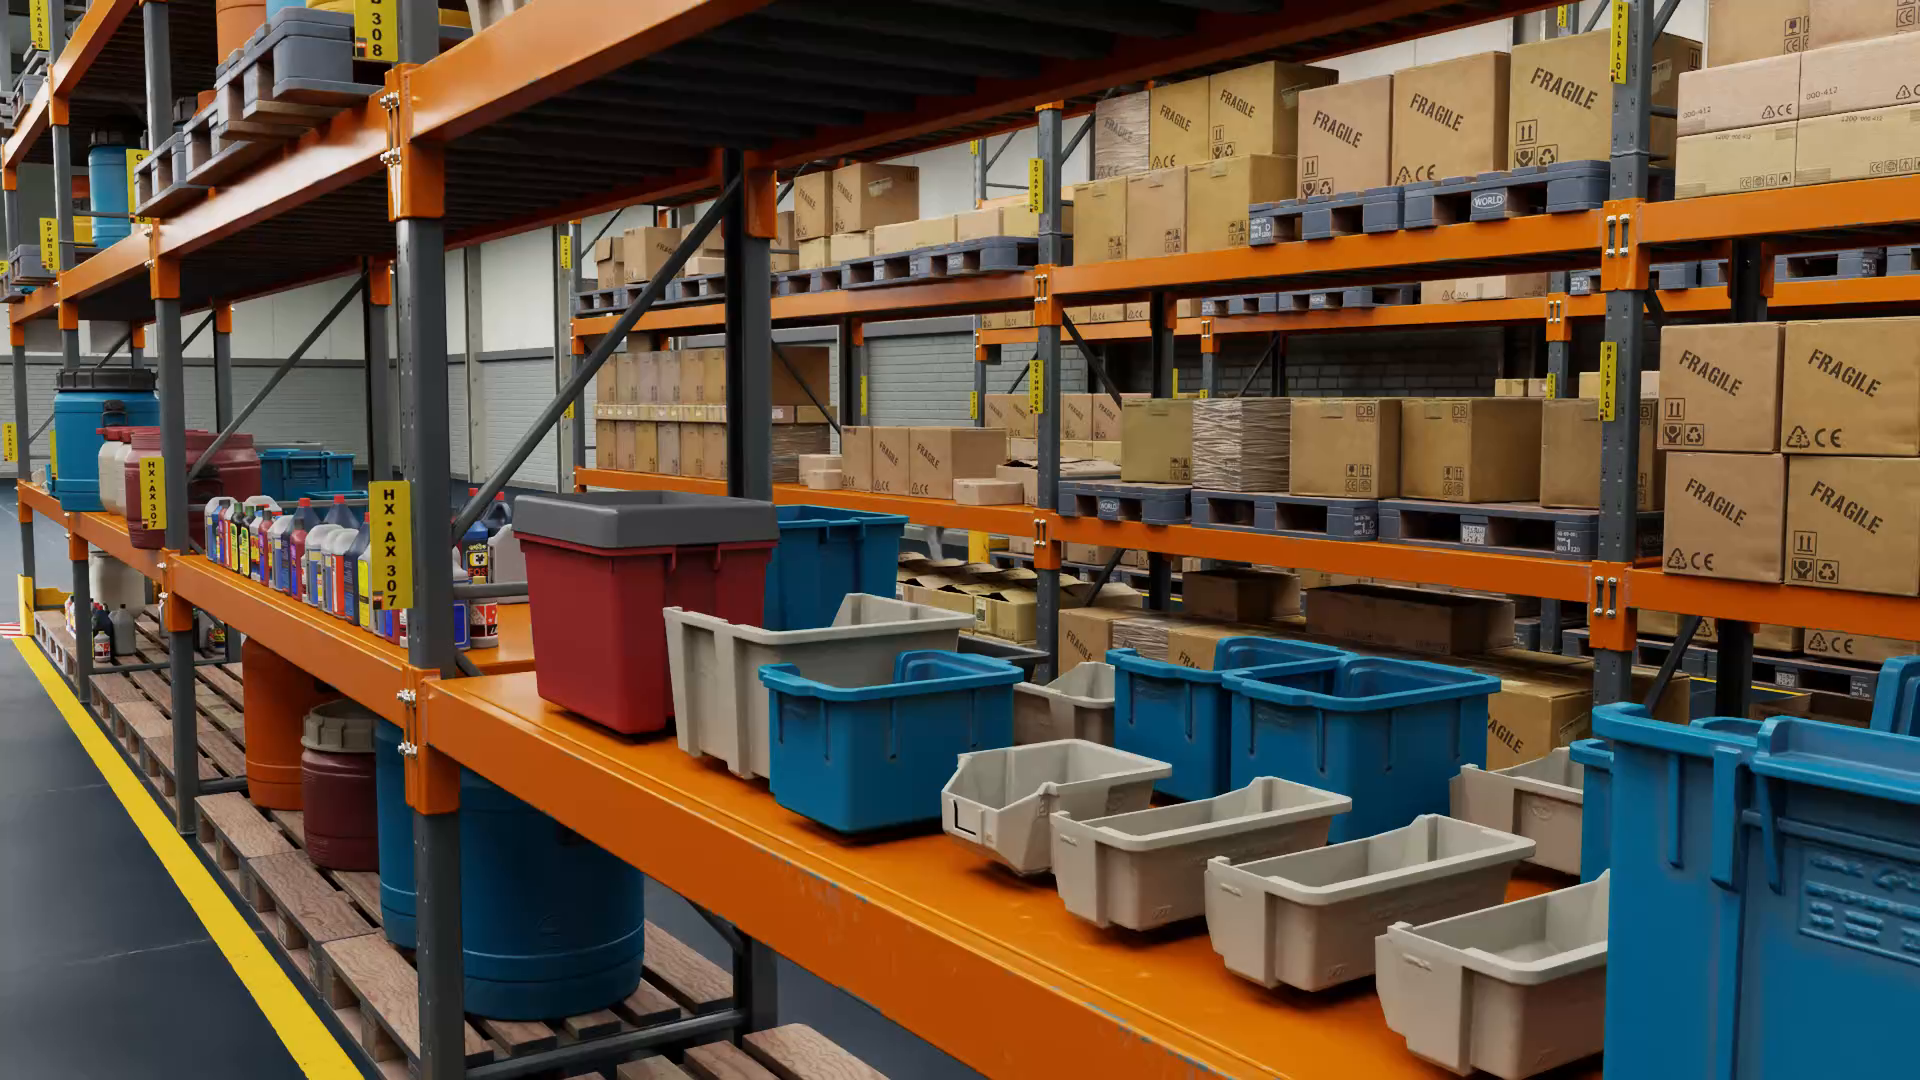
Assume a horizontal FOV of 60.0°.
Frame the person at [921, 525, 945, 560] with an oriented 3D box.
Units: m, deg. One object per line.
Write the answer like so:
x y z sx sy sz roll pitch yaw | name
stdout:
-0.326 -0.340 18.133 0.417 1.543 0.937 -2 5 -19 | person
